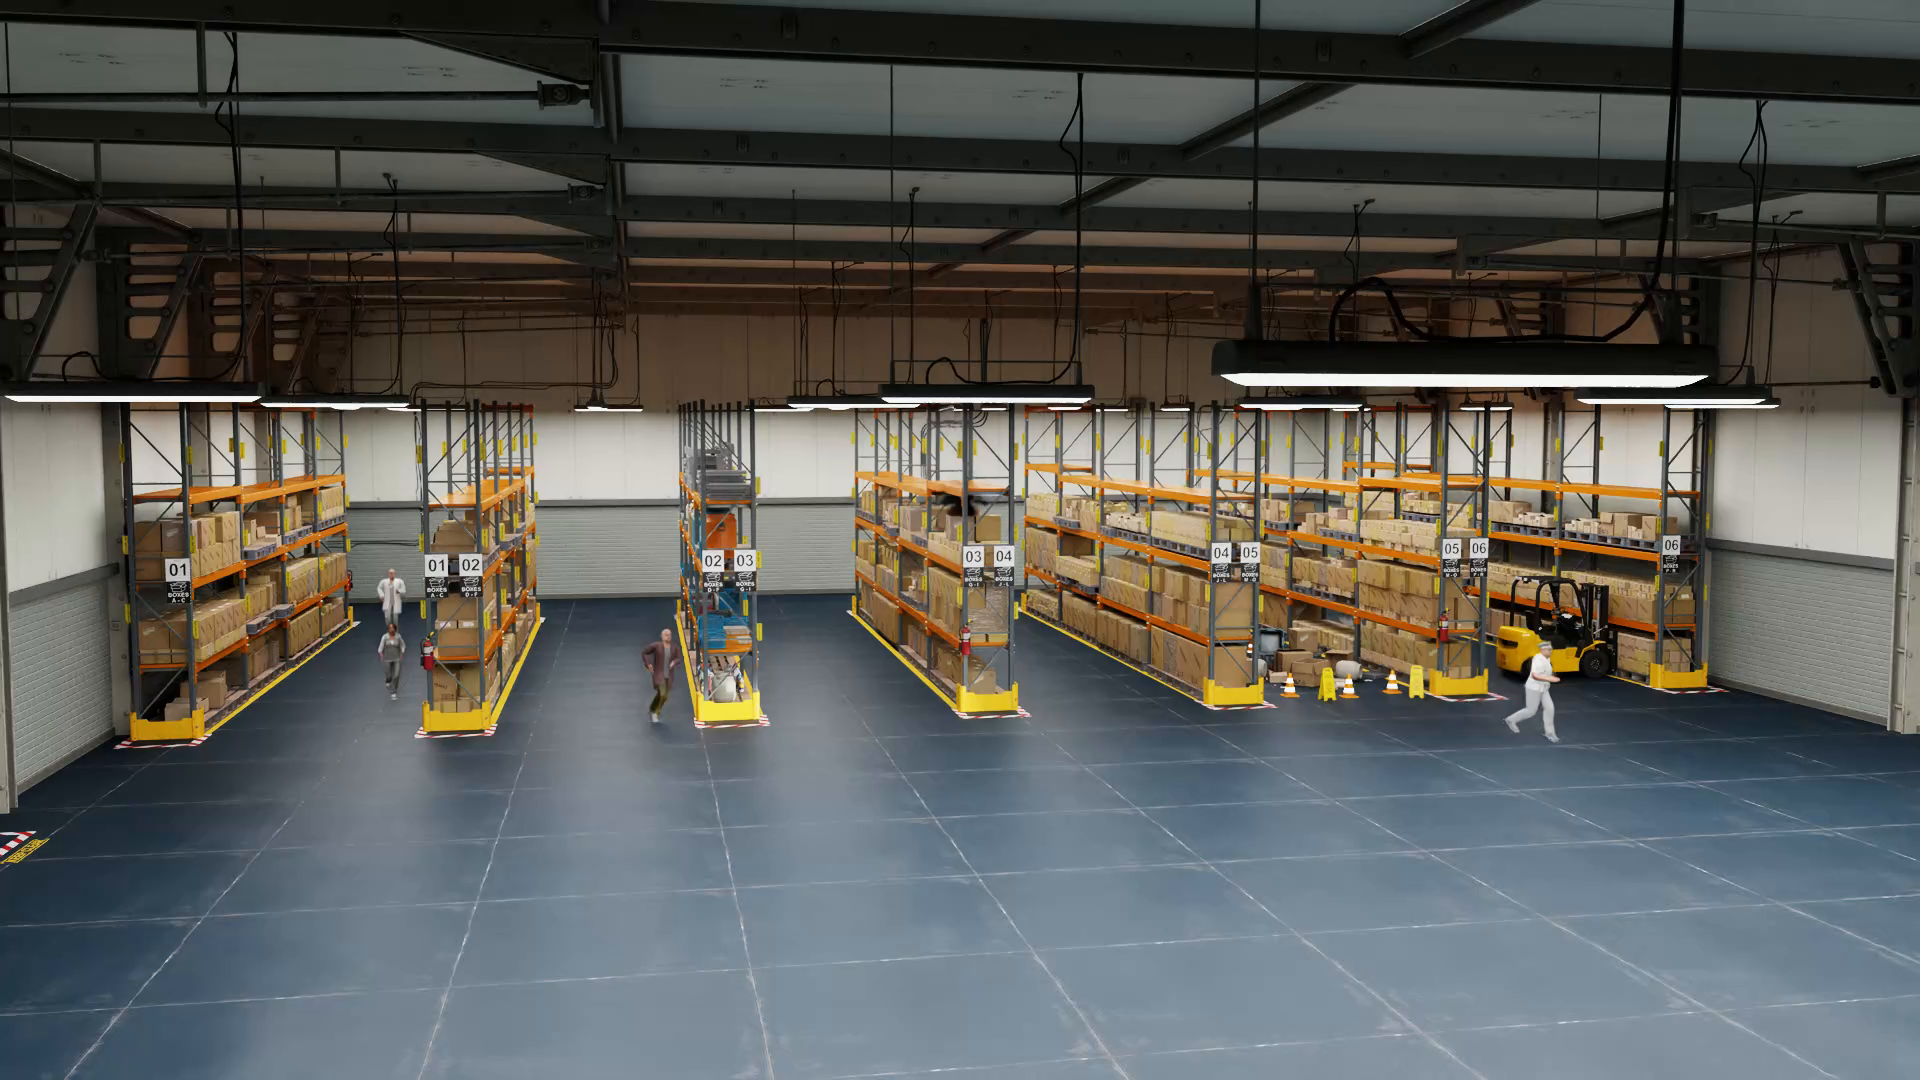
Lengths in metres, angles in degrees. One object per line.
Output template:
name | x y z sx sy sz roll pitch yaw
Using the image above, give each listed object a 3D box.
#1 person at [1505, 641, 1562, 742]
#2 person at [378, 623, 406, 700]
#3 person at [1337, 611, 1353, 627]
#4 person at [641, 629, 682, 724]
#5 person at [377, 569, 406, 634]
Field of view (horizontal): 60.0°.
person | 10.141 2.657 29.337 0.997 1.789 0.695 3 5 36
person | -11.450 2.426 33.542 0.522 1.554 0.598 -2 5 -22
person | 9.954 1.676 42.744 0.567 1.662 0.645 -1 4 -15
person | -5.499 2.524 30.843 0.681 1.752 0.692 -3 5 -37
person | -14.486 1.651 42.367 0.670 1.811 0.729 -1 5 -18
